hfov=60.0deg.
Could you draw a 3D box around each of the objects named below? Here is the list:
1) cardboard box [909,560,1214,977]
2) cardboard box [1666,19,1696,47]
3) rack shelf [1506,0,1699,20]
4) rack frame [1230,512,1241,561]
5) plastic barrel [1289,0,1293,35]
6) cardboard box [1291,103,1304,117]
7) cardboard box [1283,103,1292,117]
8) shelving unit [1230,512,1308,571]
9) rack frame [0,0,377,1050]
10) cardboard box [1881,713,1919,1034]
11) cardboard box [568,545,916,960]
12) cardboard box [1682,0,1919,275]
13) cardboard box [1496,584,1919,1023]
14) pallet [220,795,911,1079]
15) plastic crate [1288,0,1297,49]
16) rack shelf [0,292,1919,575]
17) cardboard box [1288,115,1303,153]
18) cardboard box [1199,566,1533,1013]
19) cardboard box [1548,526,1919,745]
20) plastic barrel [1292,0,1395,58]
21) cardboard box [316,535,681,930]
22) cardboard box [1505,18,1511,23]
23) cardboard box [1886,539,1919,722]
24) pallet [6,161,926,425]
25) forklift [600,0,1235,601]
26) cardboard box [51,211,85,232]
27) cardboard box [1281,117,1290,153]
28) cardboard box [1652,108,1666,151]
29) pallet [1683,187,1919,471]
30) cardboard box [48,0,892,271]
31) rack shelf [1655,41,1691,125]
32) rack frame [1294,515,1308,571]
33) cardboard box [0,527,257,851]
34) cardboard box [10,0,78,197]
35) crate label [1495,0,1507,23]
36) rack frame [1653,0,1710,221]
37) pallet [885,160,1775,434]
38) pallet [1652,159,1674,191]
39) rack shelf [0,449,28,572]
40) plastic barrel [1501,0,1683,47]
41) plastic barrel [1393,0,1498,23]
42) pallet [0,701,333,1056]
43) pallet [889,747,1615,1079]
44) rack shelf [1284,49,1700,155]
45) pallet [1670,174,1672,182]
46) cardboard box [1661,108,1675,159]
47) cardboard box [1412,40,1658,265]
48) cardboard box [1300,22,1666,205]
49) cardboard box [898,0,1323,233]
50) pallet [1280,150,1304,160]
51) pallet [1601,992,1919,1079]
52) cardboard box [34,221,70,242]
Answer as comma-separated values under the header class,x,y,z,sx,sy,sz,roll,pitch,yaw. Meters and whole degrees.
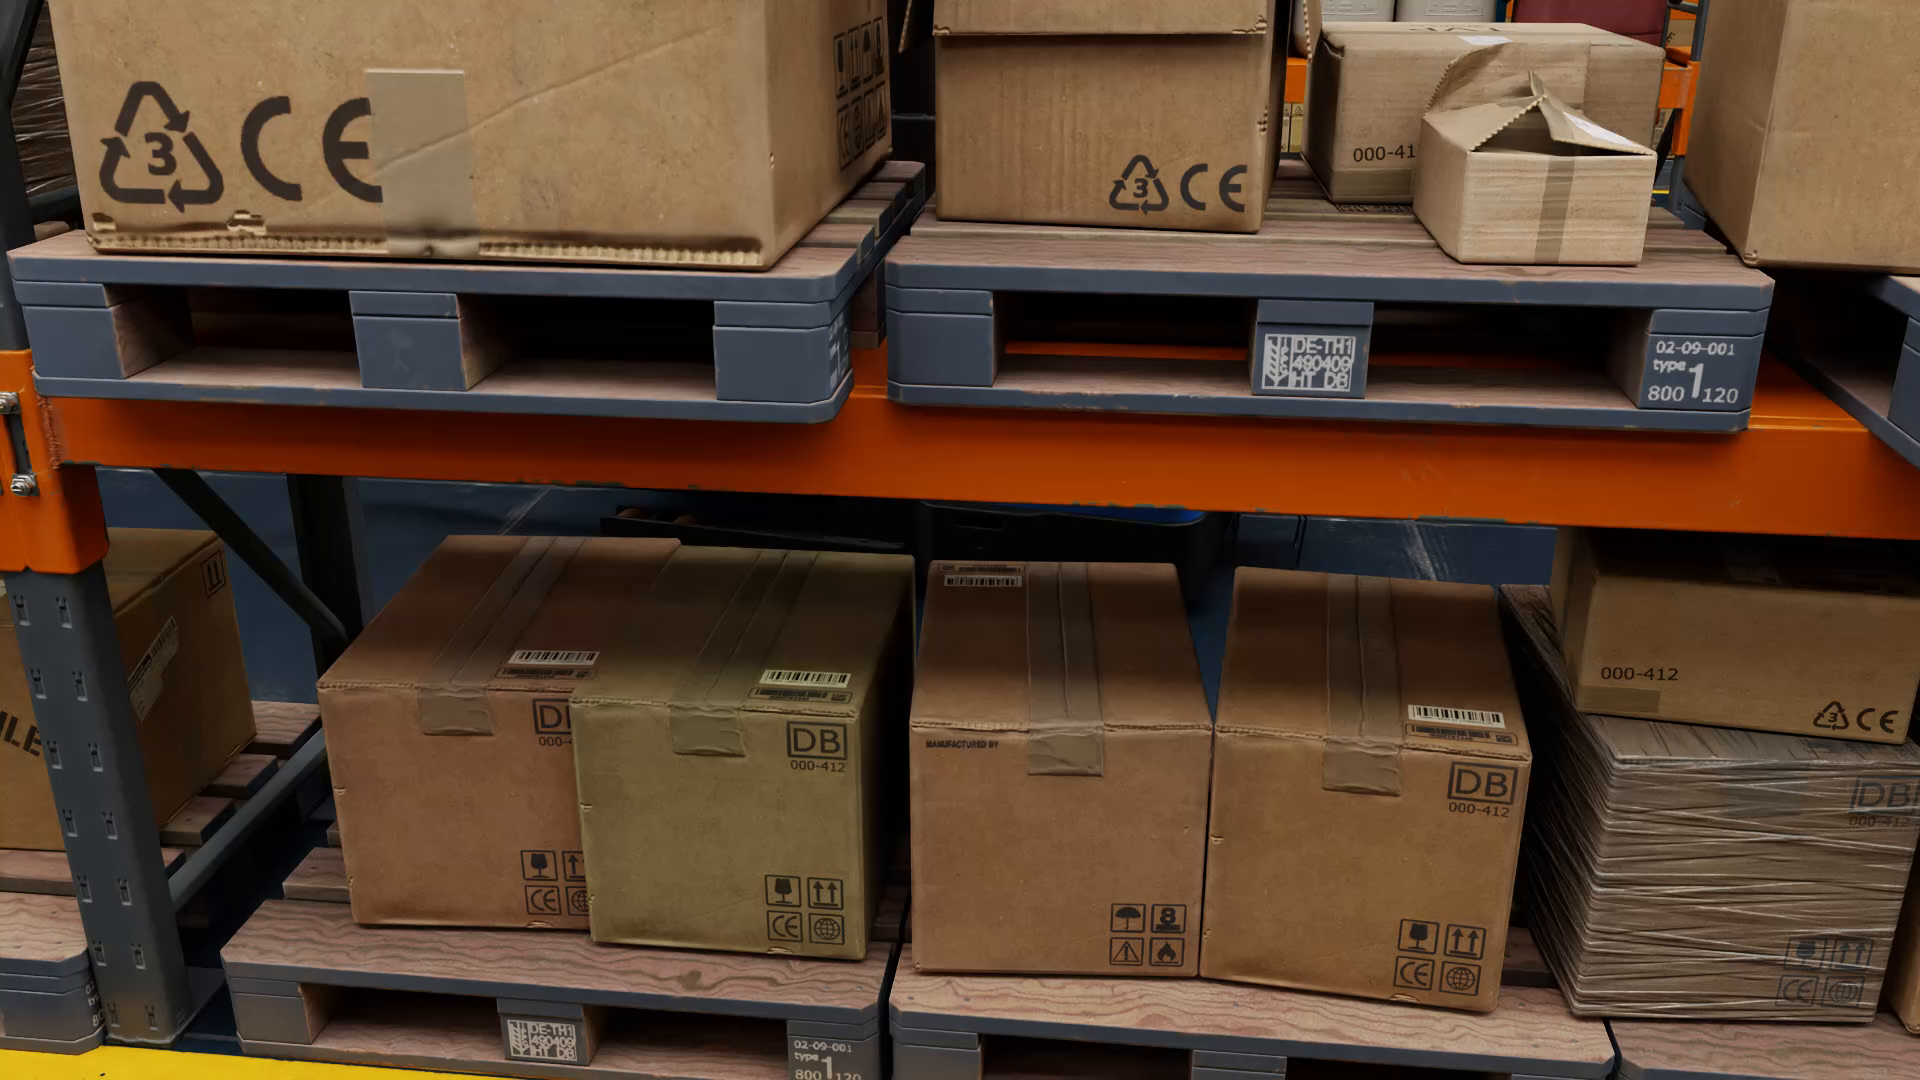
class,x,y,z,sx,sy,sz,roll,pitch,yaw
cardboard box,0.177,0.403,3.143,0.500,0.500,0.700,1,22,2
cardboard box,6.692,-4.934,16.193,0.750,0.750,0.750,3,22,8
rack shelf,5.670,-3.664,11.605,4.000,0.370,1.077,2,22,6
rack frame,0.916,-0.392,5.154,0.006,0.900,0.240,9,23,7
plastic barrel,1.208,-2.341,7.096,0.433,0.535,0.433,0,22,0
cardboard box,2.618,-3.215,11.898,0.500,0.311,0.500,2,22,5
cardboard box,2.117,-3.238,11.956,0.500,0.311,0.500,2,22,6
shelving unit,1.016,-0.376,5.142,0.210,0.900,0.258,9,23,7
rack frame,-1.457,-0.641,2.982,0.127,3.000,1.000,2,22,6
cardboard box,1.847,0.468,2.977,0.500,0.500,0.700,1,22,3
cardboard box,-0.379,0.379,3.204,0.500,0.500,0.700,2,22,6
cardboard box,1.408,-0.706,2.439,0.500,0.500,0.700,6,22,14
cardboard box,1.295,0.449,3.026,0.500,0.500,0.700,1,22,2
pallet,-0.684,0.689,3.410,1.213,0.211,1.003,2,22,6
plastic crate,1.529,-2.488,7.566,0.583,0.464,0.402,2,22,6
rack shelf,0.529,-0.220,2.895,4.000,0.370,1.077,2,22,6
cardboard box,2.621,-2.956,12.006,0.500,0.250,0.500,2,22,6
cardboard box,0.731,0.427,3.082,0.500,0.500,0.700,4,22,11
cardboard box,1.318,0.104,2.879,0.500,0.250,0.500,5,22,12
plastic barrel,1.633,-2.313,7.059,0.421,0.512,0.421,0,22,0
cardboard box,-0.850,0.351,3.273,0.500,0.500,0.700,1,22,2
cardboard box,4.978,-5.009,16.383,0.750,0.750,0.750,2,22,6
cardboard box,1.846,0.123,2.830,0.500,0.250,0.500,3,22,8
pallet,-0.716,-0.466,2.799,1.213,0.211,1.003,2,22,6
forklift,-0.626,-1.450,5.121,3.031,2.935,1.130,6,22,16
cardboard box,-1.636,-0.643,3.329,0.250,0.149,0.380,2,22,6
cardboard box,2.122,-2.979,12.064,0.500,0.250,0.500,3,22,8
cardboard box,4.623,-2.982,11.705,0.500,0.500,0.500,2,22,4
pallet,1.795,-0.371,2.559,1.003,0.211,1.213,2,22,6
cardboard box,-0.685,-1.030,2.578,1.000,1.000,1.000,3,22,7
rack shelf,5.084,-1.855,7.031,4.000,0.370,1.077,2,22,6
rack frame,1.116,-0.360,5.131,0.006,0.900,0.240,9,23,7
cardboard box,-1.850,0.294,3.445,0.500,0.500,0.500,2,22,5
cardboard box,-1.897,-0.868,3.015,0.500,0.500,0.875,2,22,6
crate label,2.143,-2.435,7.470,0.616,0.435,0.502,2,22,6
rack frame,3.098,-2.276,7.118,0.127,3.000,1.000,2,22,6
pallet,0.544,-0.450,2.758,1.213,0.211,1.003,2,22,6
pallet,4.421,-2.742,12.088,1.213,0.211,1.003,2,22,6
rack shelf,-3.444,-0.393,3.333,4.000,0.370,1.077,2,22,6
plastic barrel,2.601,-2.249,6.864,0.708,0.536,0.600,2,22,6
plastic barrel,2.051,-2.295,7.013,0.421,0.512,0.421,0,22,0
pallet,-2.129,0.640,3.535,1.213,0.211,1.003,2,22,6
pallet,0.531,0.741,3.279,1.213,0.211,1.003,2,22,6
rack shelf,1.112,-2.028,7.469,4.000,0.370,1.077,2,22,6
pallet,5.629,-2.688,11.952,1.213,0.211,1.003,2,22,6
cardboard box,5.121,-2.959,11.645,0.500,0.500,0.500,2,22,6
cardboard box,0.827,-0.574,2.424,0.258,0.266,0.396,2,22,5
cardboard box,0.877,-0.750,2.890,0.500,0.250,0.500,2,22,5
cardboard box,0.275,-0.843,2.781,0.637,0.503,0.797,5,22,12
pallet,2.871,-2.838,12.331,1.213,0.211,1.003,2,22,6
pallet,1.739,0.794,3.143,1.213,0.211,1.003,2,22,6
cardboard box,-1.706,-0.426,2.780,0.250,0.149,0.380,2,22,6
